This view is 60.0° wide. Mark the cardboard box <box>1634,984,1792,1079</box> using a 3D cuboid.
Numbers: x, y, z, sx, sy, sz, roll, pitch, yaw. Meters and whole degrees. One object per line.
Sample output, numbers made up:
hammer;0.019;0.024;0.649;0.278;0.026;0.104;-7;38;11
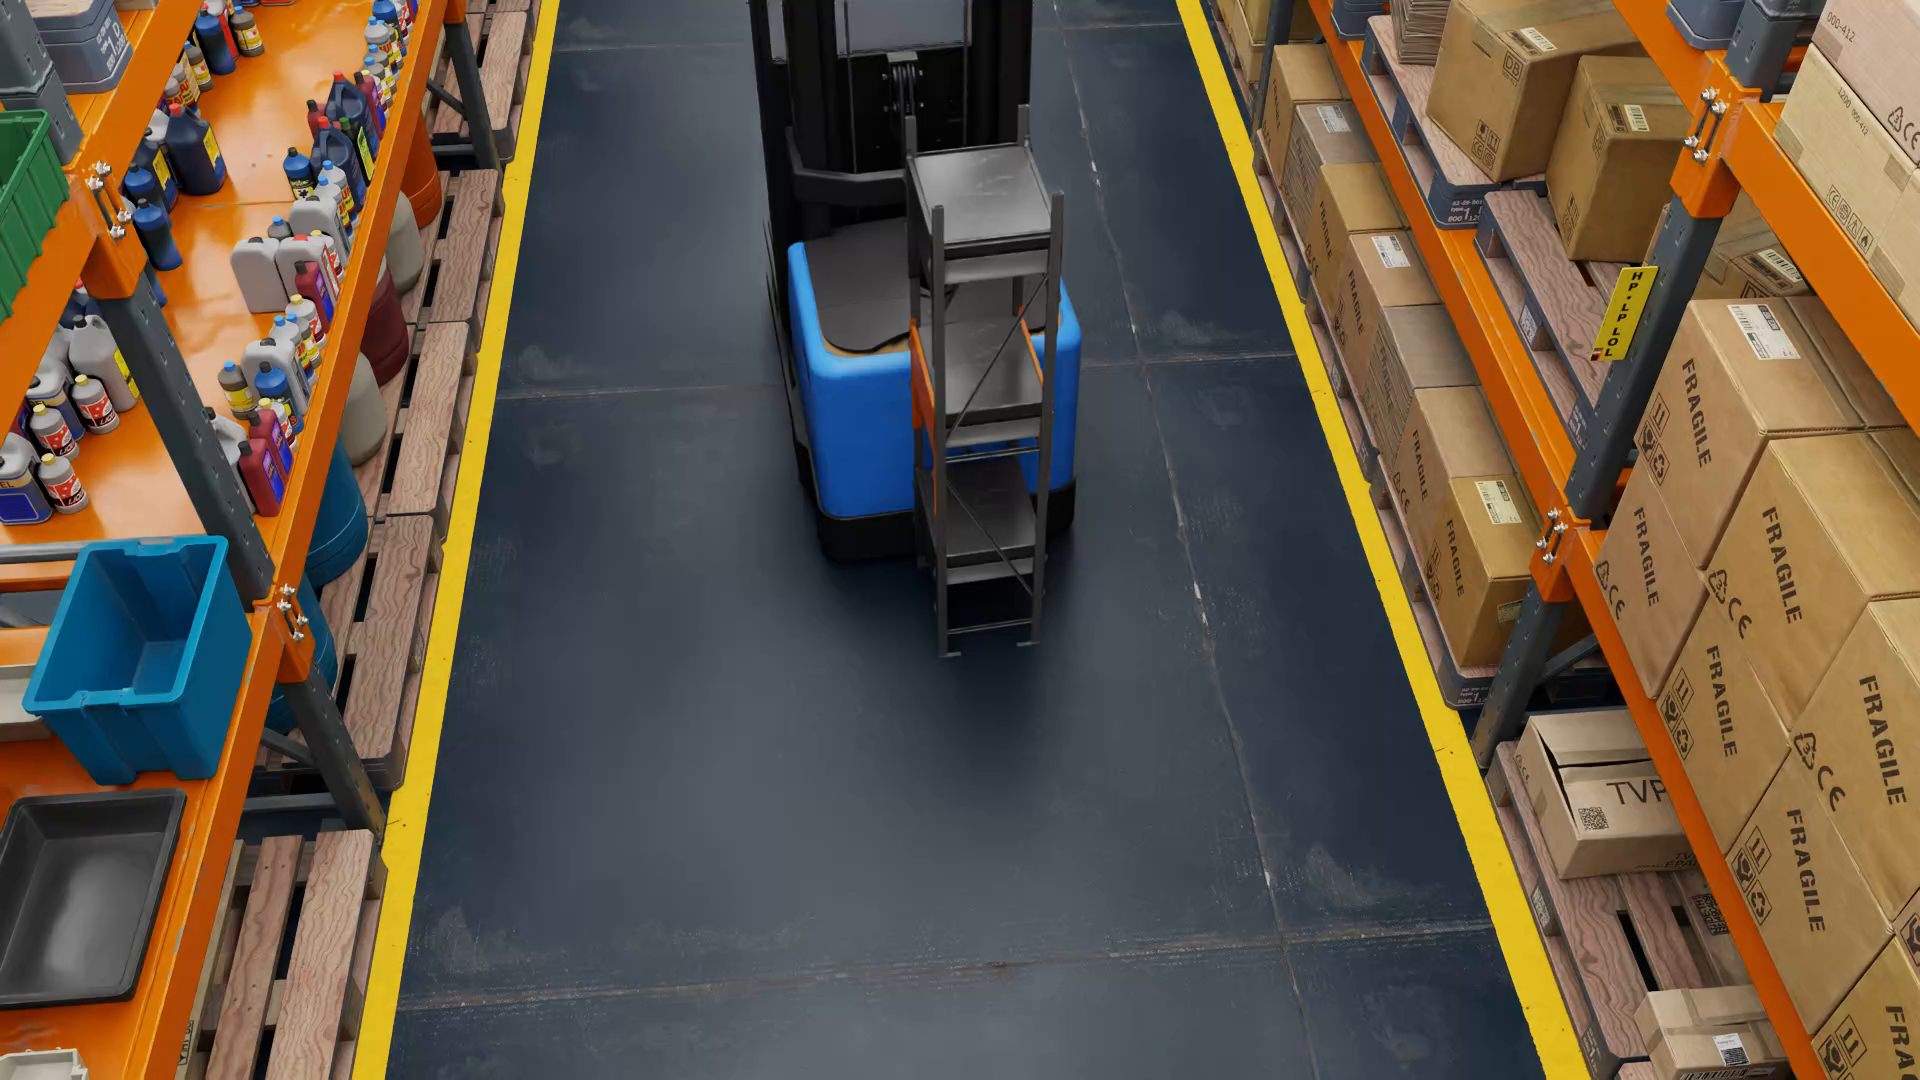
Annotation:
cardboard box;2.295;1.502;5.046;0.380;0.166;0.250;-3;47;-3

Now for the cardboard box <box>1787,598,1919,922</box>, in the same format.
cardboard box;2.238;0.462;3.625;0.500;0.500;0.500;-5;47;-4

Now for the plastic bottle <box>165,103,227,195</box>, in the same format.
plastic bottle;-2.898;-1.496;6.272;0.144;0.351;0.185;-3;47;-3

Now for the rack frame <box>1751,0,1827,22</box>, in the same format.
rack frame;2.393;-2.326;2.891;1.000;3.000;0.127;-3;47;-3

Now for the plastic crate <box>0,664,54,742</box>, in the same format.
plastic crate;-2.647;0.451;4.534;0.396;0.136;0.243;-3;47;-3

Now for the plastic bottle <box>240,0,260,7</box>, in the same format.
plastic bottle;-3.164;-2.483;7.258;0.152;0.276;0.135;-3;47;-3

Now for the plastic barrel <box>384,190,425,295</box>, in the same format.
plastic barrel;-2.684;-1.391;7.563;0.421;0.512;0.421;0;47;0

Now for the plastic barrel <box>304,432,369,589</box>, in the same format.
plastic barrel;-2.631;-0.294;6.255;0.600;0.901;0.708;-3;47;-3

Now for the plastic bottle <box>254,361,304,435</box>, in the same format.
plastic bottle;-2.196;-0.461;5.346;0.097;0.271;0.097;0;47;0

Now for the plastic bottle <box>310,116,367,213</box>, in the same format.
plastic bottle;-2.325;-1.400;6.180;0.144;0.351;0.185;-3;47;-3

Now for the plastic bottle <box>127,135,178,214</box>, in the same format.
plastic bottle;-3.039;-1.390;6.171;0.144;0.351;0.185;-3;47;-3

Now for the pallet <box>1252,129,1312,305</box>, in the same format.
pallet;2.083;-1.656;8.309;1.003;0.211;1.213;-3;47;-3

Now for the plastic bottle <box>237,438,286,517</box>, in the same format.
plastic bottle;-2.149;-0.216;5.105;0.061;0.283;0.133;-3;47;-3

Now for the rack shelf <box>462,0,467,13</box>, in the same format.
rack shelf;-3.046;-4.058;9.159;1.077;0.370;4.000;-3;47;-3

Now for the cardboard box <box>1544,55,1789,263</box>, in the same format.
cardboard box;2.455;-1.292;5.686;0.700;0.500;0.500;3;47;3

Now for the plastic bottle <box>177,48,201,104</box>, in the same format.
plastic bottle;-3.140;-1.884;6.685;0.061;0.283;0.133;-3;47;-3

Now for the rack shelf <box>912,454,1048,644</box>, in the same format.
rack shelf;0.069;0.025;6.400;0.431;0.518;0.480;-8;47;-7

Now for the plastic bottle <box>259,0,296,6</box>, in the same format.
plastic bottle;-3.013;-2.492;7.267;0.152;0.276;0.135;-3;47;-3

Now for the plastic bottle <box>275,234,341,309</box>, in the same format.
plastic bottle;-2.280;-0.950;5.806;0.152;0.276;0.135;-3;47;-3

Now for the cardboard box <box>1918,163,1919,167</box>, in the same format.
cardboard box;2.230;-0.686;3.163;0.500;0.250;0.500;-3;47;-3

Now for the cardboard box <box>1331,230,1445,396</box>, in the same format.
cardboard box;1.947;-0.983;7.170;0.500;0.500;0.500;-5;47;-5

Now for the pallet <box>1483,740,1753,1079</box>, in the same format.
pallet;2.449;1.193;5.611;1.003;0.211;1.213;-3;47;-3

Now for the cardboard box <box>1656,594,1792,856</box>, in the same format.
cardboard box;2.210;0.458;4.318;0.500;0.500;0.500;-3;47;-3

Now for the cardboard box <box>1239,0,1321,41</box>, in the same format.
cardboard box;1.769;-2.913;8.797;0.500;0.311;0.500;-2;47;-2

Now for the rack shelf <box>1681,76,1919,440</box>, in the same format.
rack shelf;2.560;0.400;2.871;1.077;0.370;4.000;-3;47;-3

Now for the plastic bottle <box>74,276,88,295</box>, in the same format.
plastic bottle;-2.971;-0.817;5.679;0.152;0.276;0.135;-3;47;-3

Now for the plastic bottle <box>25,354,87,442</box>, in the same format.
plastic bottle;-2.929;-0.452;5.334;0.152;0.276;0.135;-3;47;-3

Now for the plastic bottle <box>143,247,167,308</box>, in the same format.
plastic bottle;-2.860;-0.933;5.793;0.097;0.271;0.097;0;47;0

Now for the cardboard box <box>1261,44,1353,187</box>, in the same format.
cardboard box;1.811;-2.102;8.230;0.500;0.500;0.500;-2;47;-2

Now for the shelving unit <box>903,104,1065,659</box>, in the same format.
shelving unit;0.069;-0.466;5.881;0.431;2.100;0.503;-8;47;-7

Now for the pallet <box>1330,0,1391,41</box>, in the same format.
pallet;2.185;-2.605;7.420;1.213;0.211;1.003;-3;47;-3

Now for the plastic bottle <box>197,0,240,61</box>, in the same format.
plastic bottle;-3.125;-2.148;6.941;0.152;0.276;0.135;-3;47;-3

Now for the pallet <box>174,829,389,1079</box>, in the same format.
pallet;-2.443;1.524;5.298;1.003;0.211;1.213;-3;47;-3

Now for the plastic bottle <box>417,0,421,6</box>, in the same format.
plastic bottle;-2.428;-2.439;7.267;0.097;0.201;0.097;0;47;0

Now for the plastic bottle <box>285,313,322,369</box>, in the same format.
plastic bottle;-2.224;-0.675;5.597;0.097;0.201;0.097;0;47;0

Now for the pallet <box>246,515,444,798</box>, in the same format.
pallet;-2.566;0.434;6.331;1.003;0.211;1.213;-3;47;-3

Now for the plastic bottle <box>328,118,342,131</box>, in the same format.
plastic bottle;-2.358;-1.491;6.313;0.061;0.283;0.133;-3;47;-3

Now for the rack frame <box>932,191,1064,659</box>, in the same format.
rack frame;0.114;-0.292;5.717;0.400;2.100;0.015;-8;47;-7

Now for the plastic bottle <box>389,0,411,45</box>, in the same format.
plastic bottle;-2.400;-2.202;7.042;0.097;0.201;0.097;0;47;0

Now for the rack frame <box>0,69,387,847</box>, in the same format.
rack frame;-2.543;0.035;4.787;1.000;3.000;0.127;-3;47;-3

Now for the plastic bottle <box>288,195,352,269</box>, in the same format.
plastic bottle;-2.299;-1.118;5.964;0.152;0.276;0.135;-3;47;-3

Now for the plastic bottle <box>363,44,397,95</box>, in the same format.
plastic bottle;-2.368;-1.920;6.776;0.097;0.201;0.097;0;47;0

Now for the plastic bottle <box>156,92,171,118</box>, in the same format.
plastic bottle;-3.113;-1.647;6.461;0.061;0.283;0.133;-3;47;-3

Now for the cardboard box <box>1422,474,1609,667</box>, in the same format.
cardboard box;2.066;0.106;6.139;0.500;0.500;0.500;-4;47;-4

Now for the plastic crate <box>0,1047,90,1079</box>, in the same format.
plastic crate;-2.098;1.347;3.685;0.293;0.136;0.466;-3;47;-3

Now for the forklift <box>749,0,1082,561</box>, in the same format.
forklift;-0.307;-2.011;6.772;1.130;2.935;3.031;-8;47;-7

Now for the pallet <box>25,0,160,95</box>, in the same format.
pallet;-2.706;-1.492;4.298;1.213;0.211;1.003;-3;47;-3

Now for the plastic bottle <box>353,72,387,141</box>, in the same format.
plastic bottle;-2.324;-1.725;6.534;0.061;0.283;0.133;-3;47;-3

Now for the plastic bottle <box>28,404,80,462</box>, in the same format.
plastic bottle;-2.886;-0.344;5.283;0.097;0.201;0.097;0;47;0

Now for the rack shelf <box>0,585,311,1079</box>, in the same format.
rack shelf;-2.376;1.730;3.678;1.077;0.370;4.000;-3;47;-3

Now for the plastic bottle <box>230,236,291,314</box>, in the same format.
plastic bottle;-2.432;-0.941;5.797;0.152;0.276;0.135;-3;47;-3
